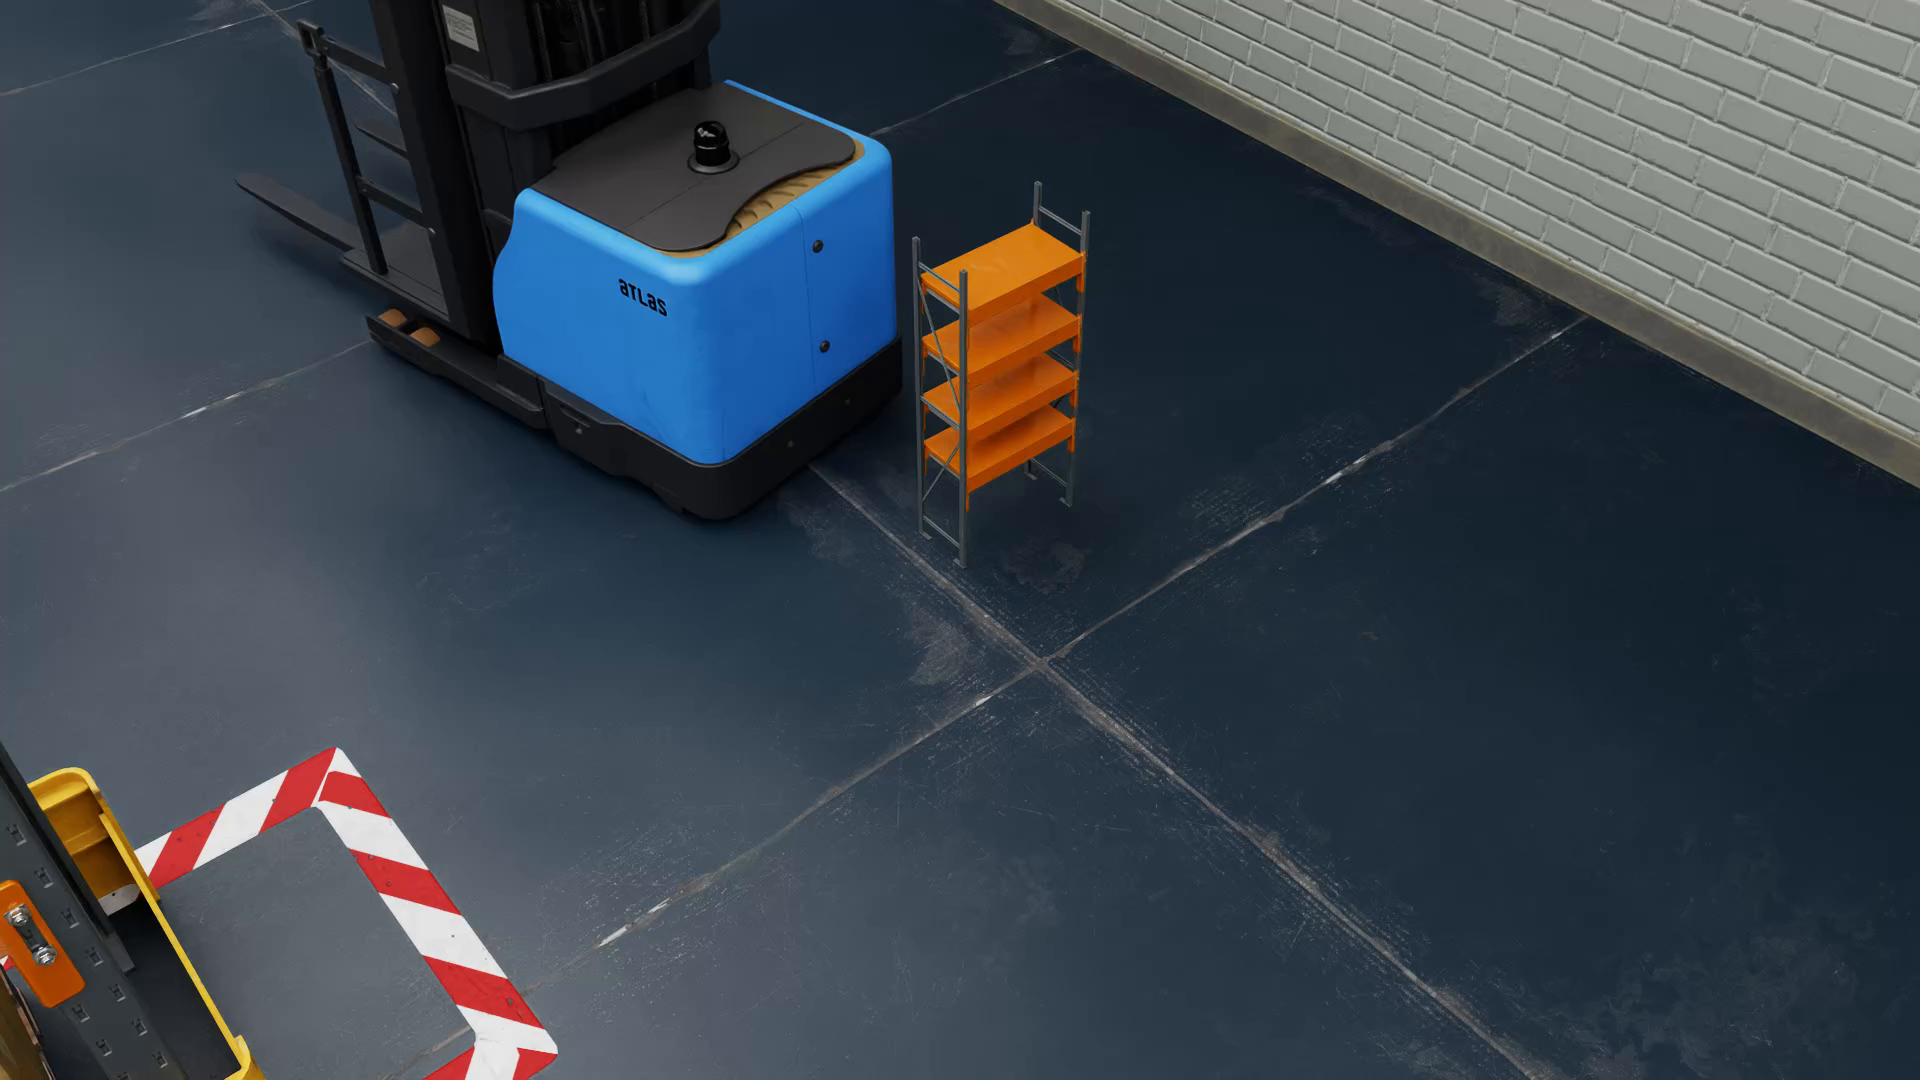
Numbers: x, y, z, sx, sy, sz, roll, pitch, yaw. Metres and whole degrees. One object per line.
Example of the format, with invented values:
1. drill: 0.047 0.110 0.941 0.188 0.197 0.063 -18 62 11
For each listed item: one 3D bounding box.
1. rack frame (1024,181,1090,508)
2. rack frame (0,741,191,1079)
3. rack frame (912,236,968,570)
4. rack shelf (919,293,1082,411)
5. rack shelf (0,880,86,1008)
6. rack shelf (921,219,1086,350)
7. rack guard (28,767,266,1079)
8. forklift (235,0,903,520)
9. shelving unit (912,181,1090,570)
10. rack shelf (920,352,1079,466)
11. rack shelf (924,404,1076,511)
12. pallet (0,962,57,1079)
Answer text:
1. rack frame: 0.314 -0.617 5.531 0.015 1.200 0.240 -30 51 -28
2. rack frame: -2.104 0.245 3.298 0.127 3.000 1.000 -30 51 -28
3. rack frame: -0.060 -0.403 5.303 0.015 1.200 0.240 -30 51 -28
4. rack shelf: 0.127 -0.624 5.310 0.480 0.148 0.258 -30 51 -28
5. rack shelf: -3.638 1.385 2.609 4.000 0.370 1.077 -30 51 -28
6. rack shelf: 0.127 -0.796 5.148 0.480 0.148 0.258 -30 51 -28
7. rack guard: -2.085 1.145 4.165 0.348 0.500 1.175 -30 51 -28
8. forklift: -1.686 -1.979 5.716 3.031 2.935 1.130 28 50 27
9. shelving unit: 0.127 -0.510 5.417 0.503 1.200 0.258 -30 51 -28
10. rack shelf: 0.127 -0.461 5.463 0.480 0.148 0.258 -30 51 -28
11. rack shelf: 0.127 -0.316 5.599 0.480 0.148 0.258 -30 51 -28
12. pallet: -2.667 1.654 3.835 1.213 0.211 1.003 -30 51 -28
